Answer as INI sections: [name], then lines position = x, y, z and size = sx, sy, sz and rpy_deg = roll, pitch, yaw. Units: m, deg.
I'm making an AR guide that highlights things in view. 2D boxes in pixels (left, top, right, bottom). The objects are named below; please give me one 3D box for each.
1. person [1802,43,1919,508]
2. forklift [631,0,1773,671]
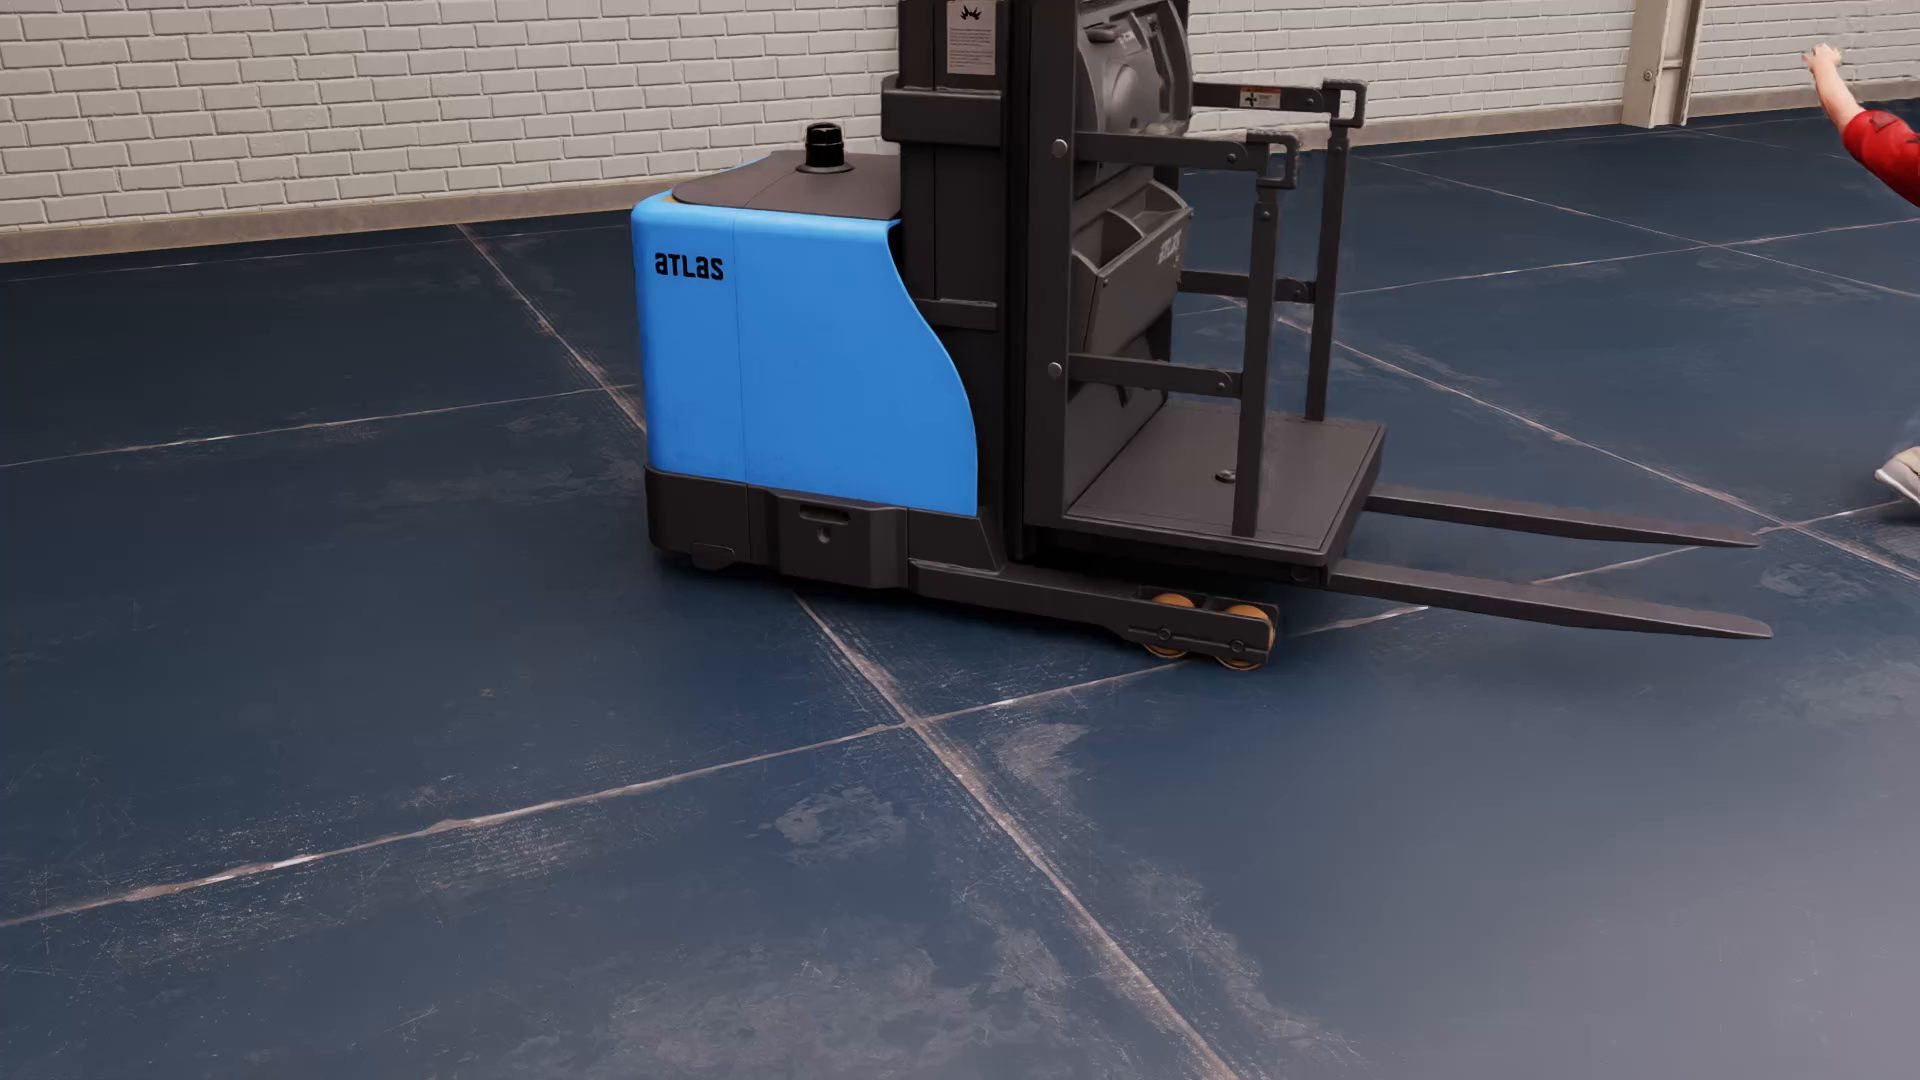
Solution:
[person]
position = 3.167, -0.925, 5.273
size = 0.816, 1.666, 1.114
rpy_deg = -5, 23, -12
[forklift]
position = 0.651, -1.247, 4.288
size = 3.031, 2.935, 1.130
rpy_deg = 9, 24, 20
